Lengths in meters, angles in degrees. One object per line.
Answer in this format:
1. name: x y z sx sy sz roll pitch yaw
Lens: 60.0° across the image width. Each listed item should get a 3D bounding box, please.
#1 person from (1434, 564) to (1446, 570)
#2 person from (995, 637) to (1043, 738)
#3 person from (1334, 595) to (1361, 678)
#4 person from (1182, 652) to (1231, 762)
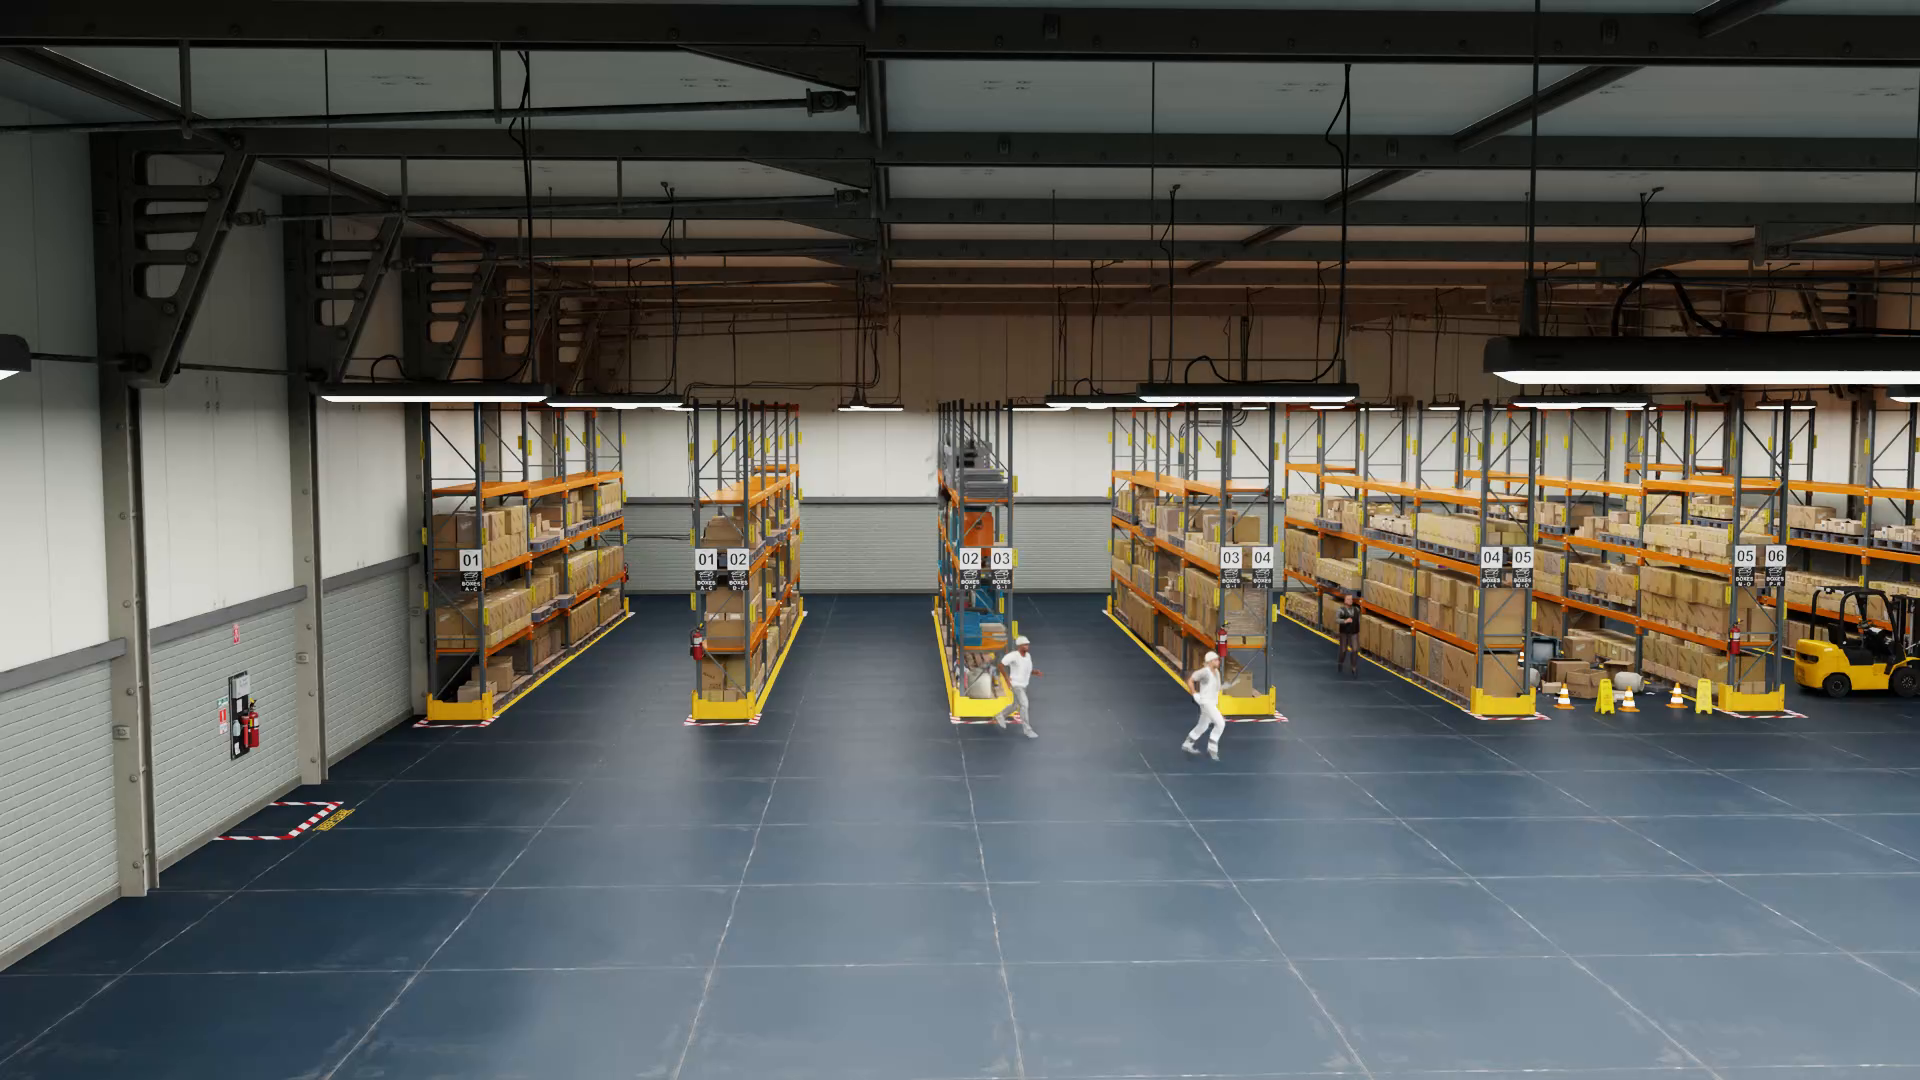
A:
1. person: 14.282 1.133 49.292 0.862 1.740 0.744 1 4 11
2. person: 1.018 2.588 29.651 0.987 1.763 0.662 3 5 34
3. person: 8.482 2.091 36.380 0.658 1.775 0.828 0 4 -3
4. person: 4.085 2.757 27.567 0.809 1.830 0.634 2 5 28
